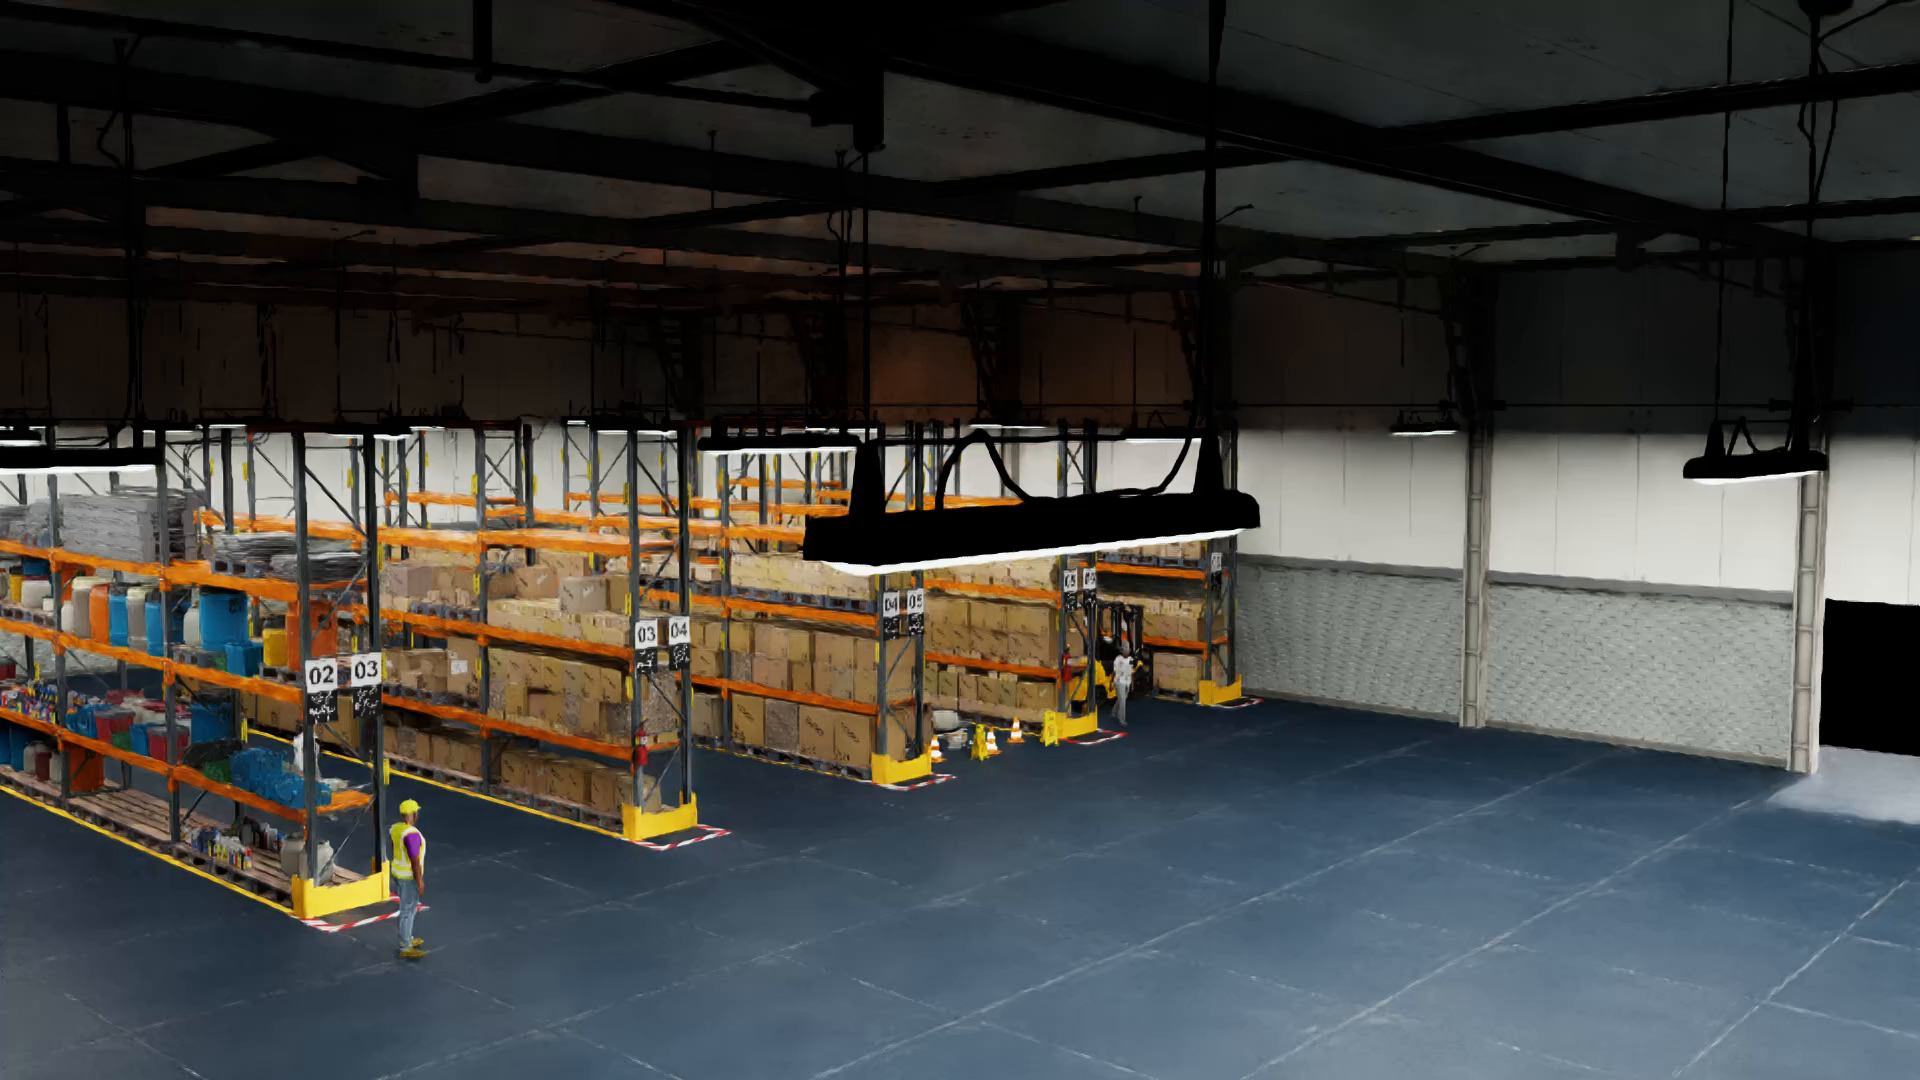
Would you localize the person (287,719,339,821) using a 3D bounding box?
[{"bbox_3d":[-9.865,3.450,25.131,0.994,1.622,0.479,3,6,33],"label":"person"}]

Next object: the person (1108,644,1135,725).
[{"bbox_3d":[3.222,2.826,33.003,0.498,1.608,0.915,-2,5,-28],"label":"person"}]

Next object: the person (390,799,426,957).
[{"bbox_3d":[-6.340,3.866,19.170,0.390,1.761,0.628,-4,6,-37],"label":"person"}]
